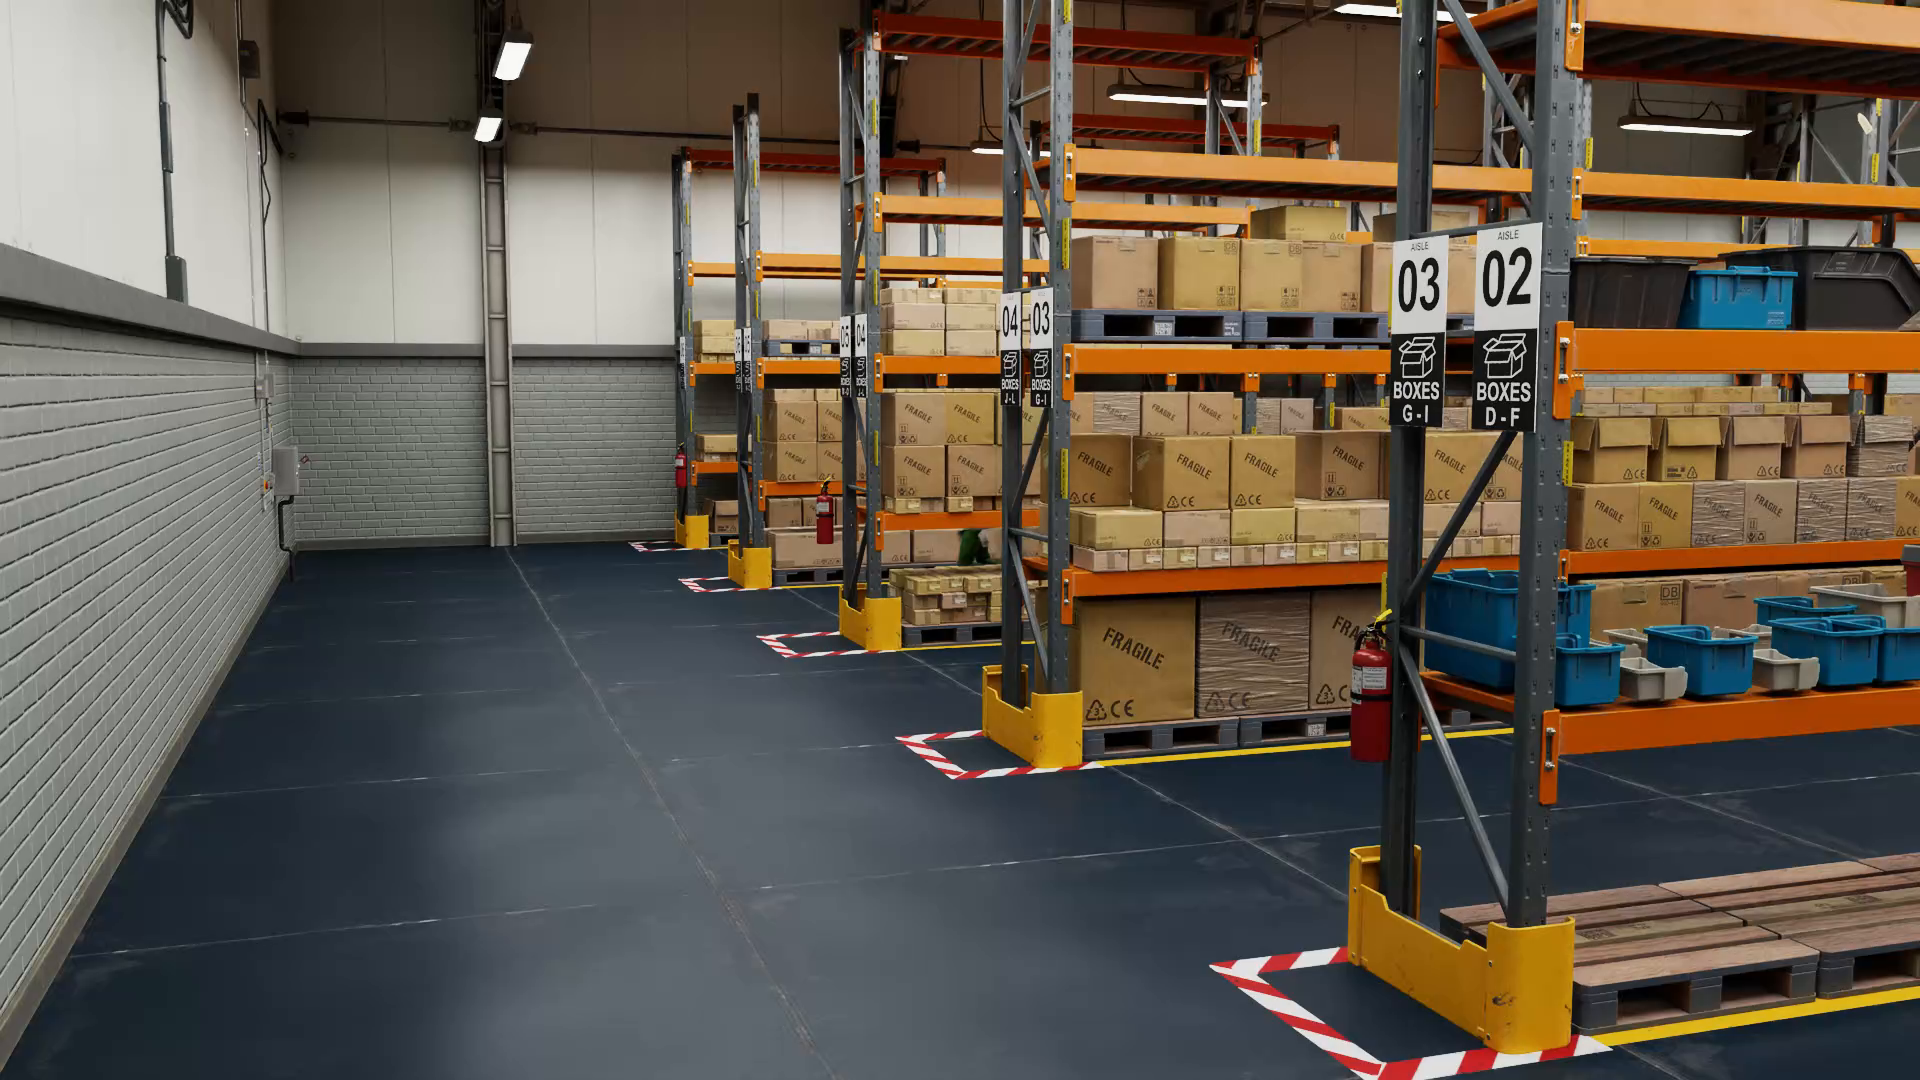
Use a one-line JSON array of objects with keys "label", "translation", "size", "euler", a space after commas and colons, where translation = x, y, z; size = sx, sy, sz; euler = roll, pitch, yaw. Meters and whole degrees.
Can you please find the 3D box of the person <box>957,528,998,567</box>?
[{"label": "person", "translation": [0.207, -0.122, 18.759], "size": [0.950, 1.774, 0.581], "euler": [-1, 6, -12]}]
